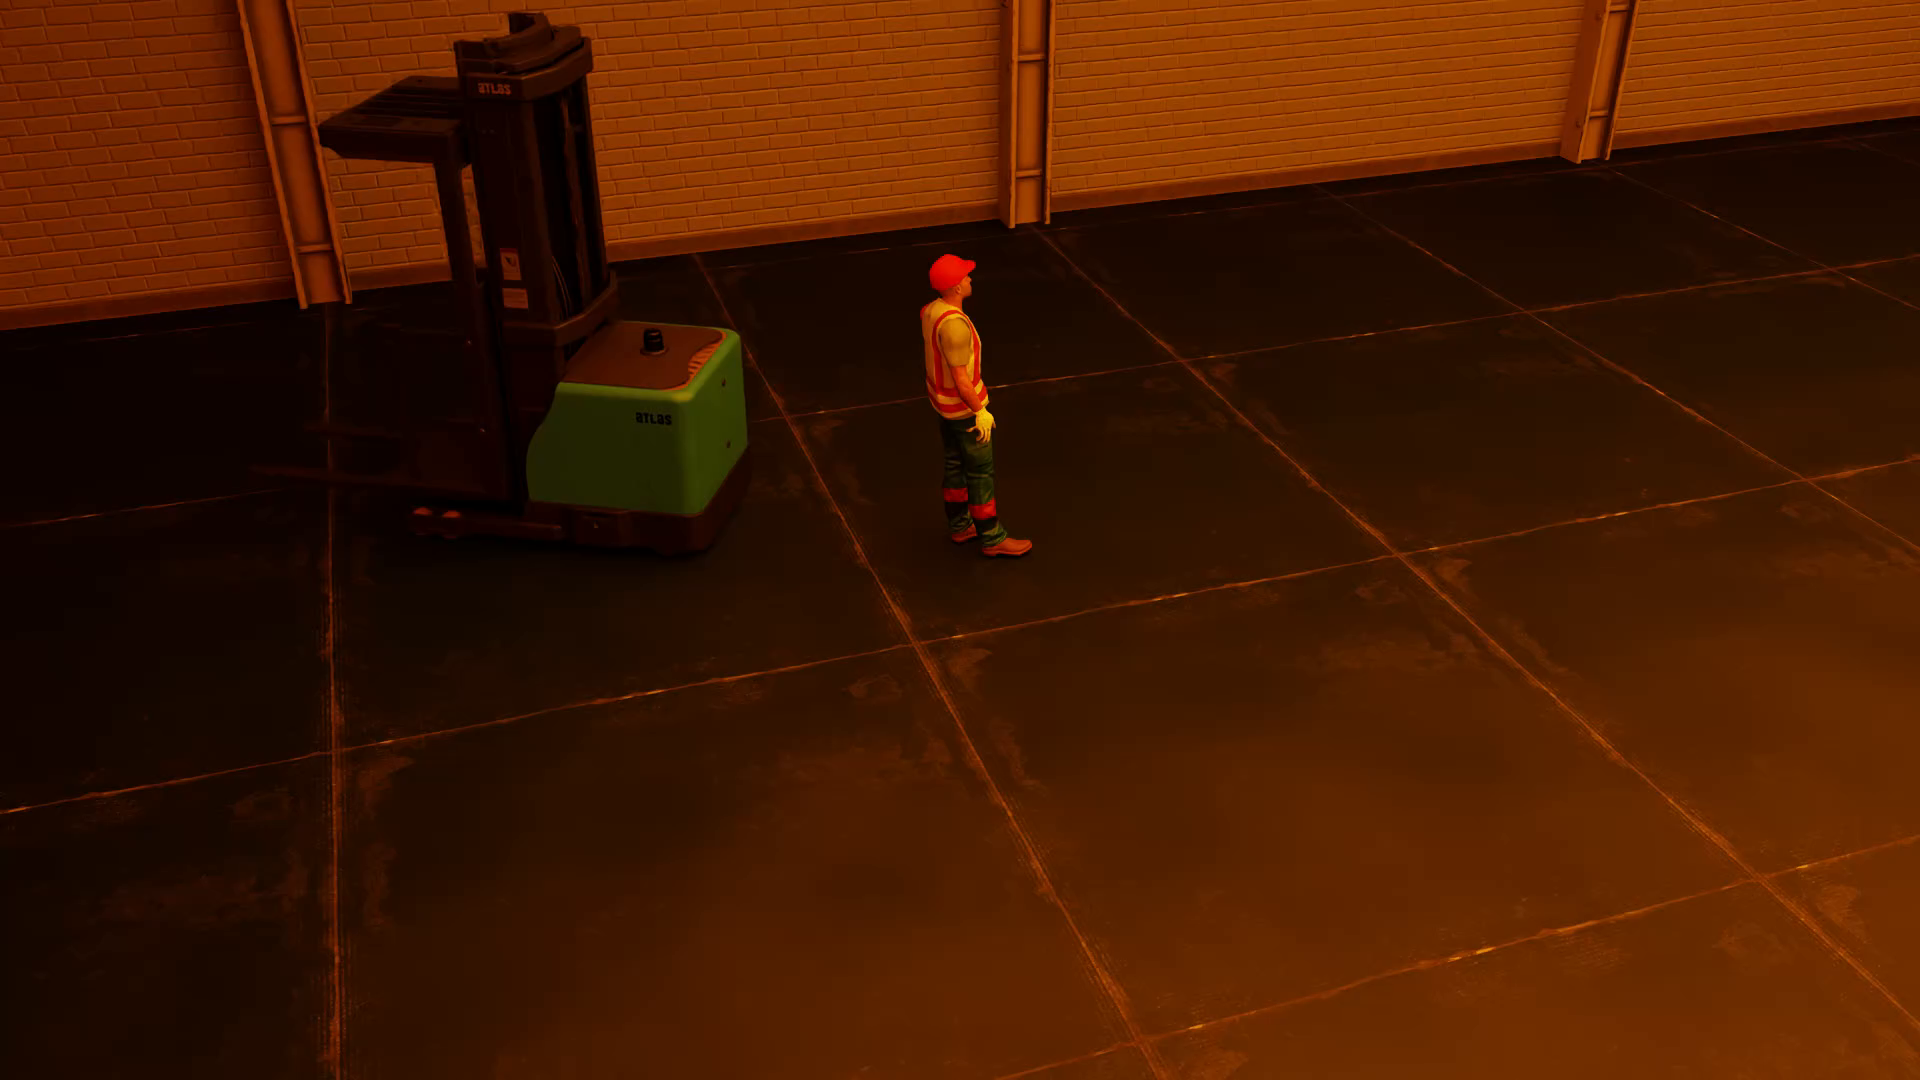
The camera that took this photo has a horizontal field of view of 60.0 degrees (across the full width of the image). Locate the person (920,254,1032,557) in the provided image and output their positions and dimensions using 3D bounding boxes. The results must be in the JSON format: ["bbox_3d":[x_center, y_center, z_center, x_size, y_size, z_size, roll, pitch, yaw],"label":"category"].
[{"bbox_3d":[0.081,-0.789,9.588,0.562,1.790,0.637,-10,31,-16],"label":"person"}]

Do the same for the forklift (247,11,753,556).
[{"bbox_3d":[-2.887,-1.530,9.746,3.031,2.935,1.130,6,30,10],"label":"forklift"}]
